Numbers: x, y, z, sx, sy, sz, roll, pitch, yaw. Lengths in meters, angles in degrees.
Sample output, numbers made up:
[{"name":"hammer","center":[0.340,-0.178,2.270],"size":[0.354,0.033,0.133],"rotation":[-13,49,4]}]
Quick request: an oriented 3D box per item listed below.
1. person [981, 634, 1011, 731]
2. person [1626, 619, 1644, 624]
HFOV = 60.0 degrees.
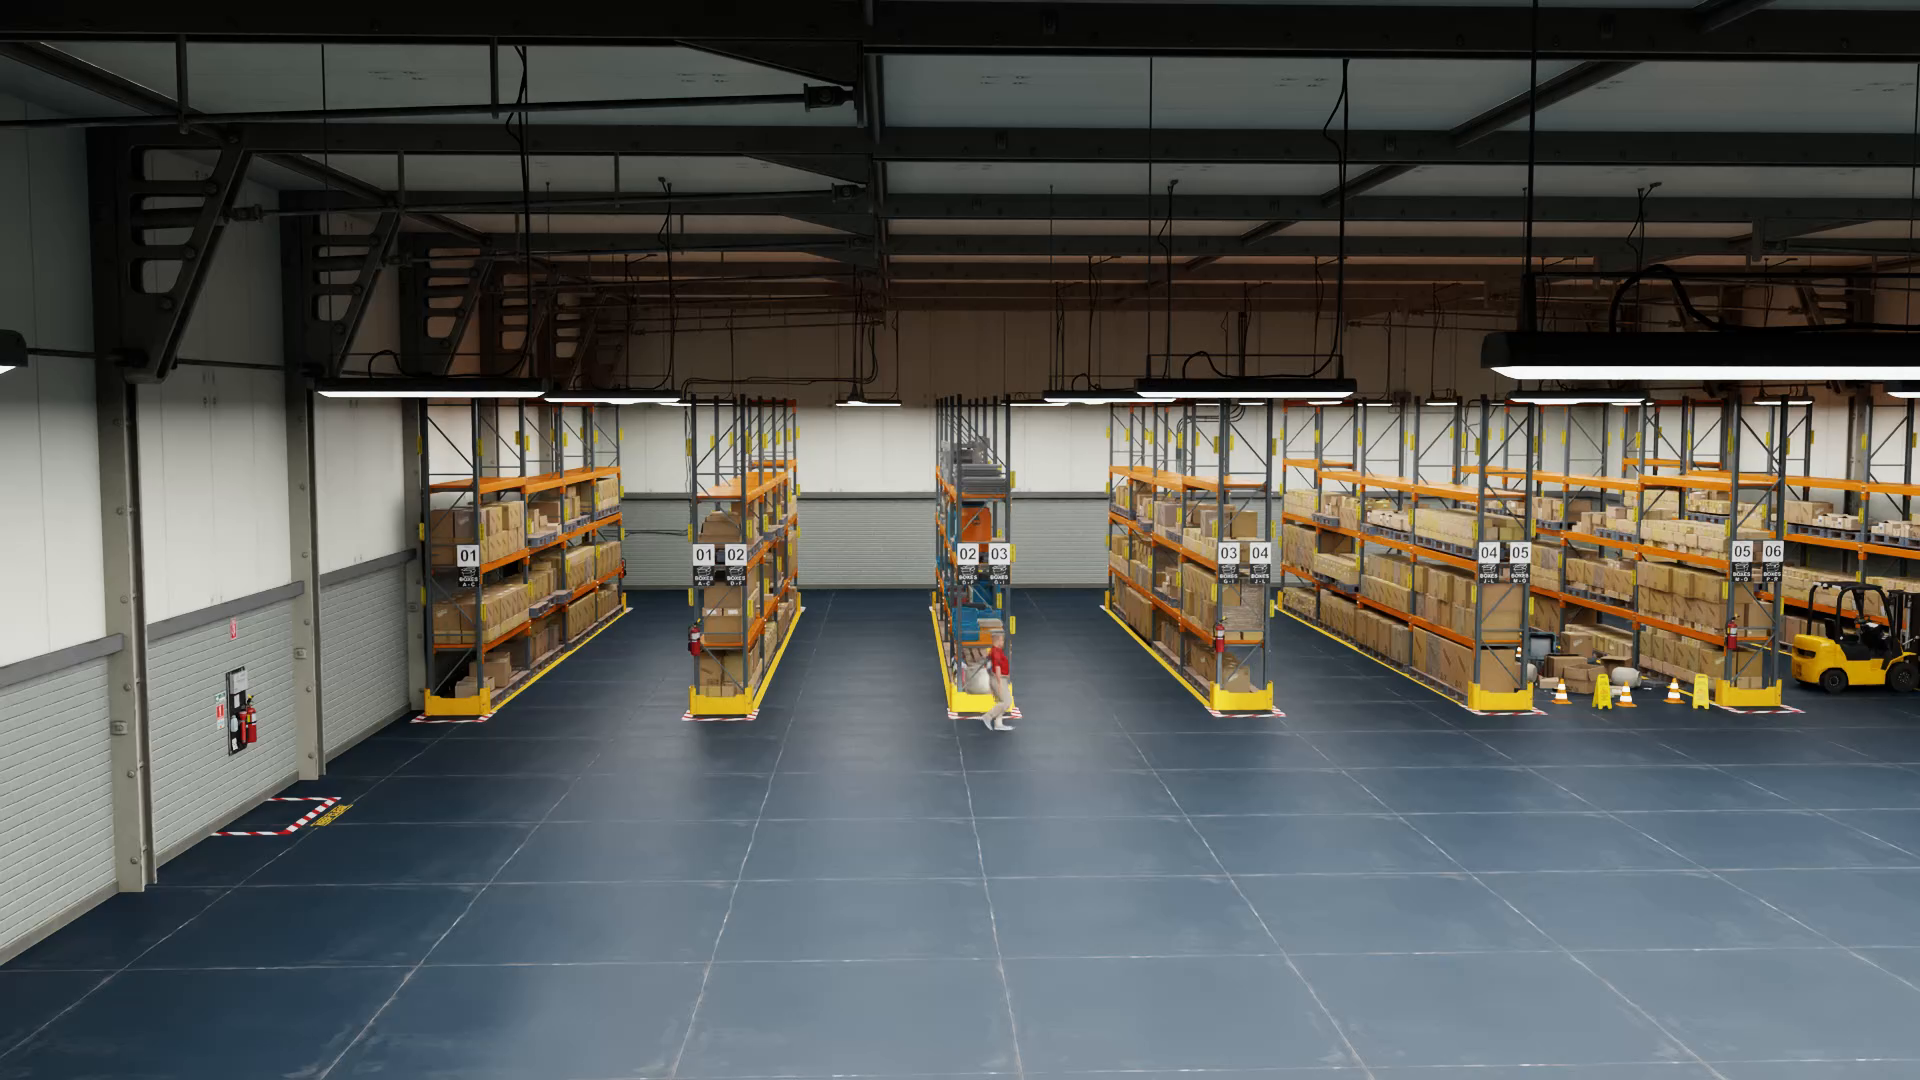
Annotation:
[{"name":"person","center":[0.637,2.571,29.461],"size":[0.576,1.628,0.552],"rotation":[-1,5,-10]},{"name":"person","center":[18.004,1.394,44.234],"size":[0.477,1.662,0.512],"rotation":[-3,5,-31]}]
